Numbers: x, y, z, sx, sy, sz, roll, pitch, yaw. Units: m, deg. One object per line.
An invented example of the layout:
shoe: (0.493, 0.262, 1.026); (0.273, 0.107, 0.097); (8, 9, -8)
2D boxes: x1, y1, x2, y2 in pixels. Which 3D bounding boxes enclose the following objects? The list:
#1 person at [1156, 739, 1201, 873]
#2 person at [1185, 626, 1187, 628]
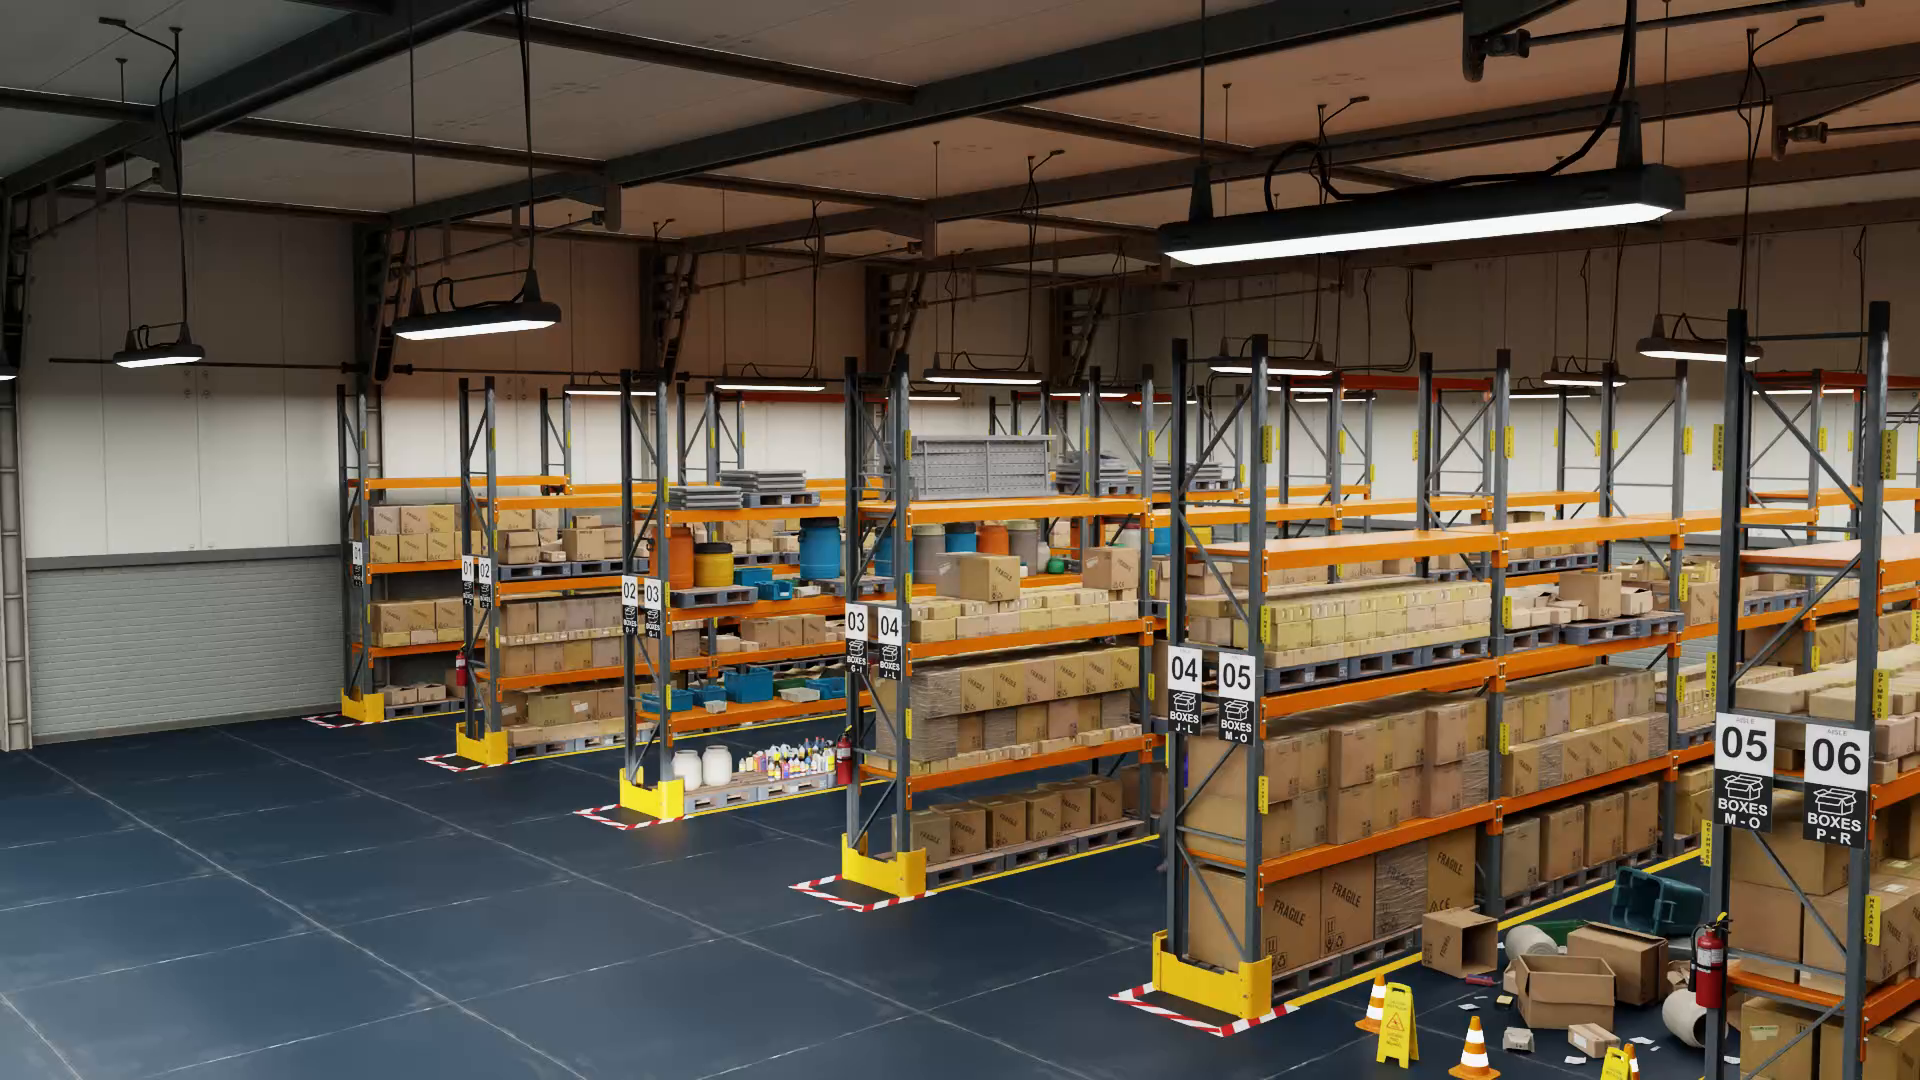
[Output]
person: (2.671, 3.093, 19.565); (0.548, 1.617, 0.748); (3, 5, 41)
person: (4.869, 1.824, 37.862); (0.638, 1.768, 0.809); (-3, 5, -34)
